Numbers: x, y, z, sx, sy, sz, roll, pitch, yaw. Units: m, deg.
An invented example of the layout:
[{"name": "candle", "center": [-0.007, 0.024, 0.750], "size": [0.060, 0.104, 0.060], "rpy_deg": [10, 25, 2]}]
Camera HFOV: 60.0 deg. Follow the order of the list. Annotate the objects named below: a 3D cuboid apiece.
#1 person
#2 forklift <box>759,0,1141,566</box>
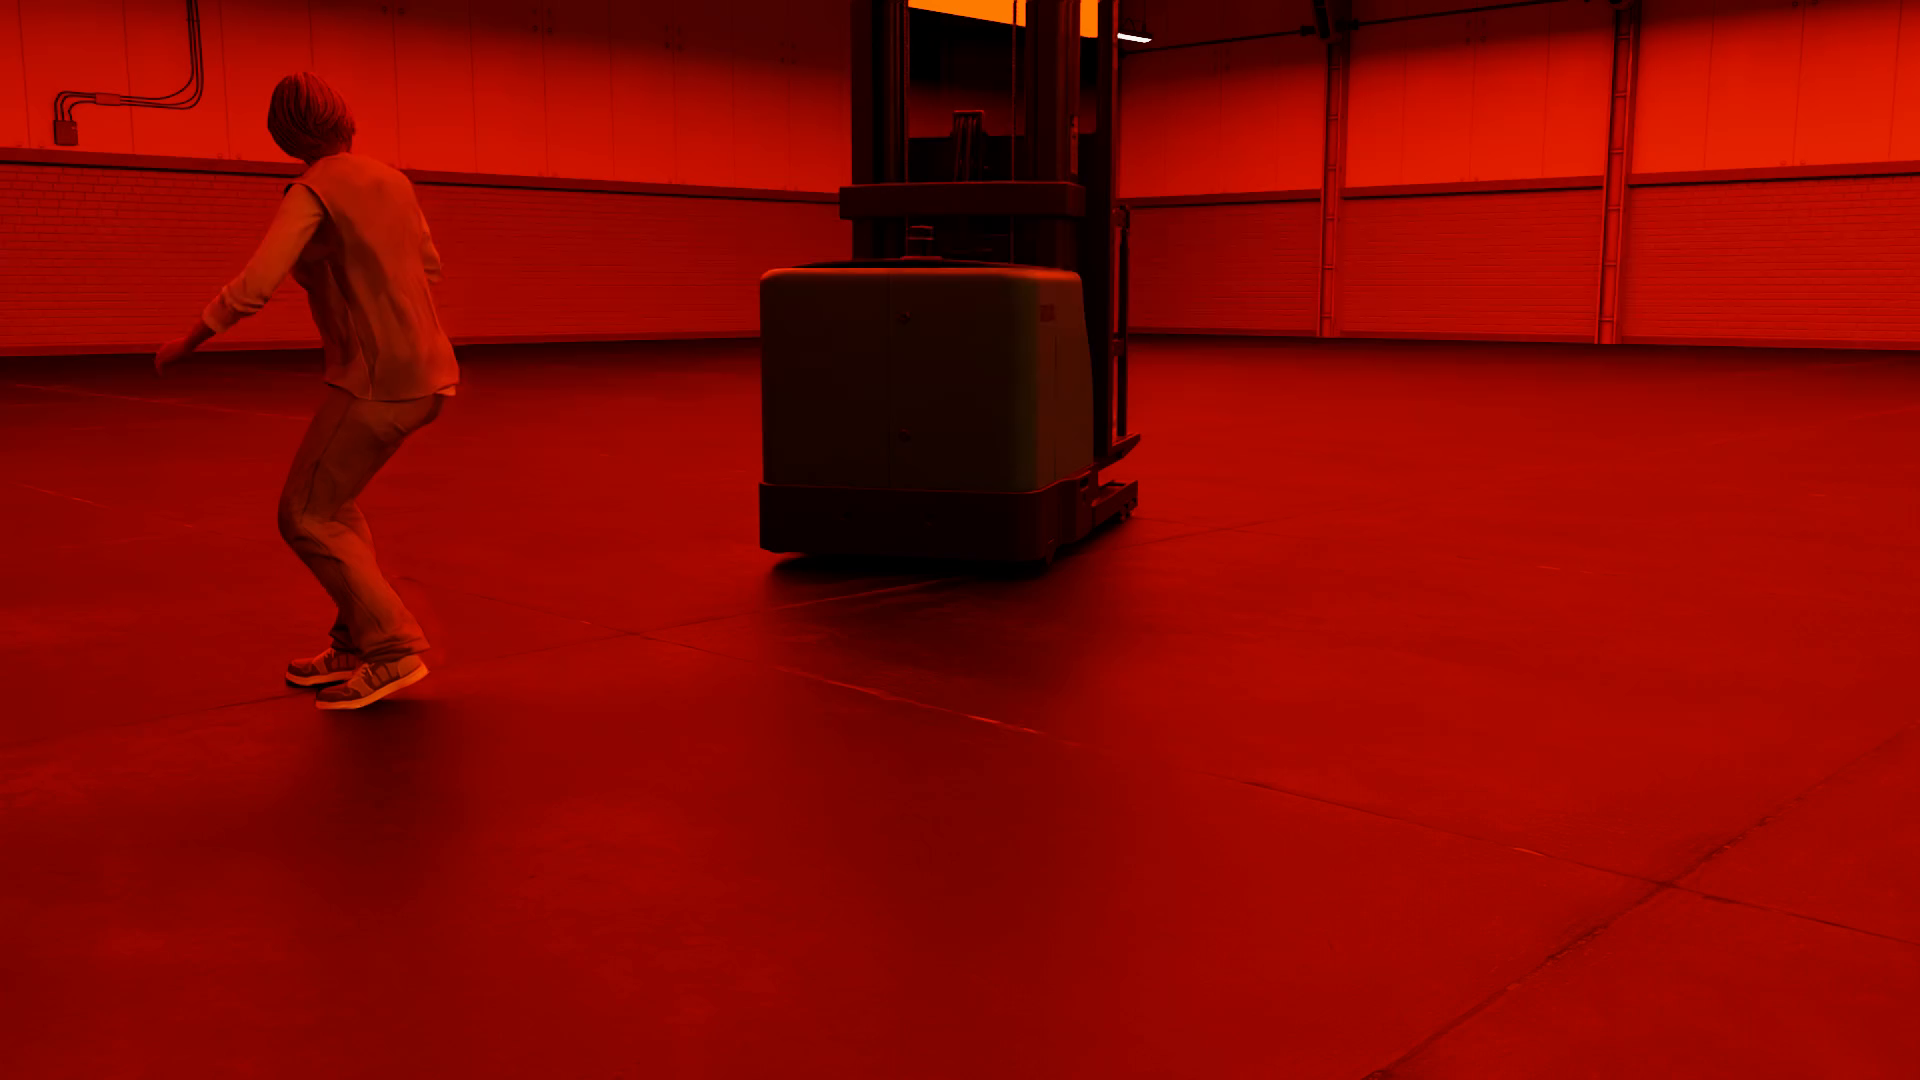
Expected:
[{"name": "person", "center": [-1.581, -0.364, 4.115], "size": [0.626, 1.526, 0.658], "rpy_deg": [1, 9, 7]}, {"name": "forklift", "center": [0.169, -1.537, 7.079], "size": [1.130, 2.935, 3.031], "rpy_deg": [2, 9, 16]}]
